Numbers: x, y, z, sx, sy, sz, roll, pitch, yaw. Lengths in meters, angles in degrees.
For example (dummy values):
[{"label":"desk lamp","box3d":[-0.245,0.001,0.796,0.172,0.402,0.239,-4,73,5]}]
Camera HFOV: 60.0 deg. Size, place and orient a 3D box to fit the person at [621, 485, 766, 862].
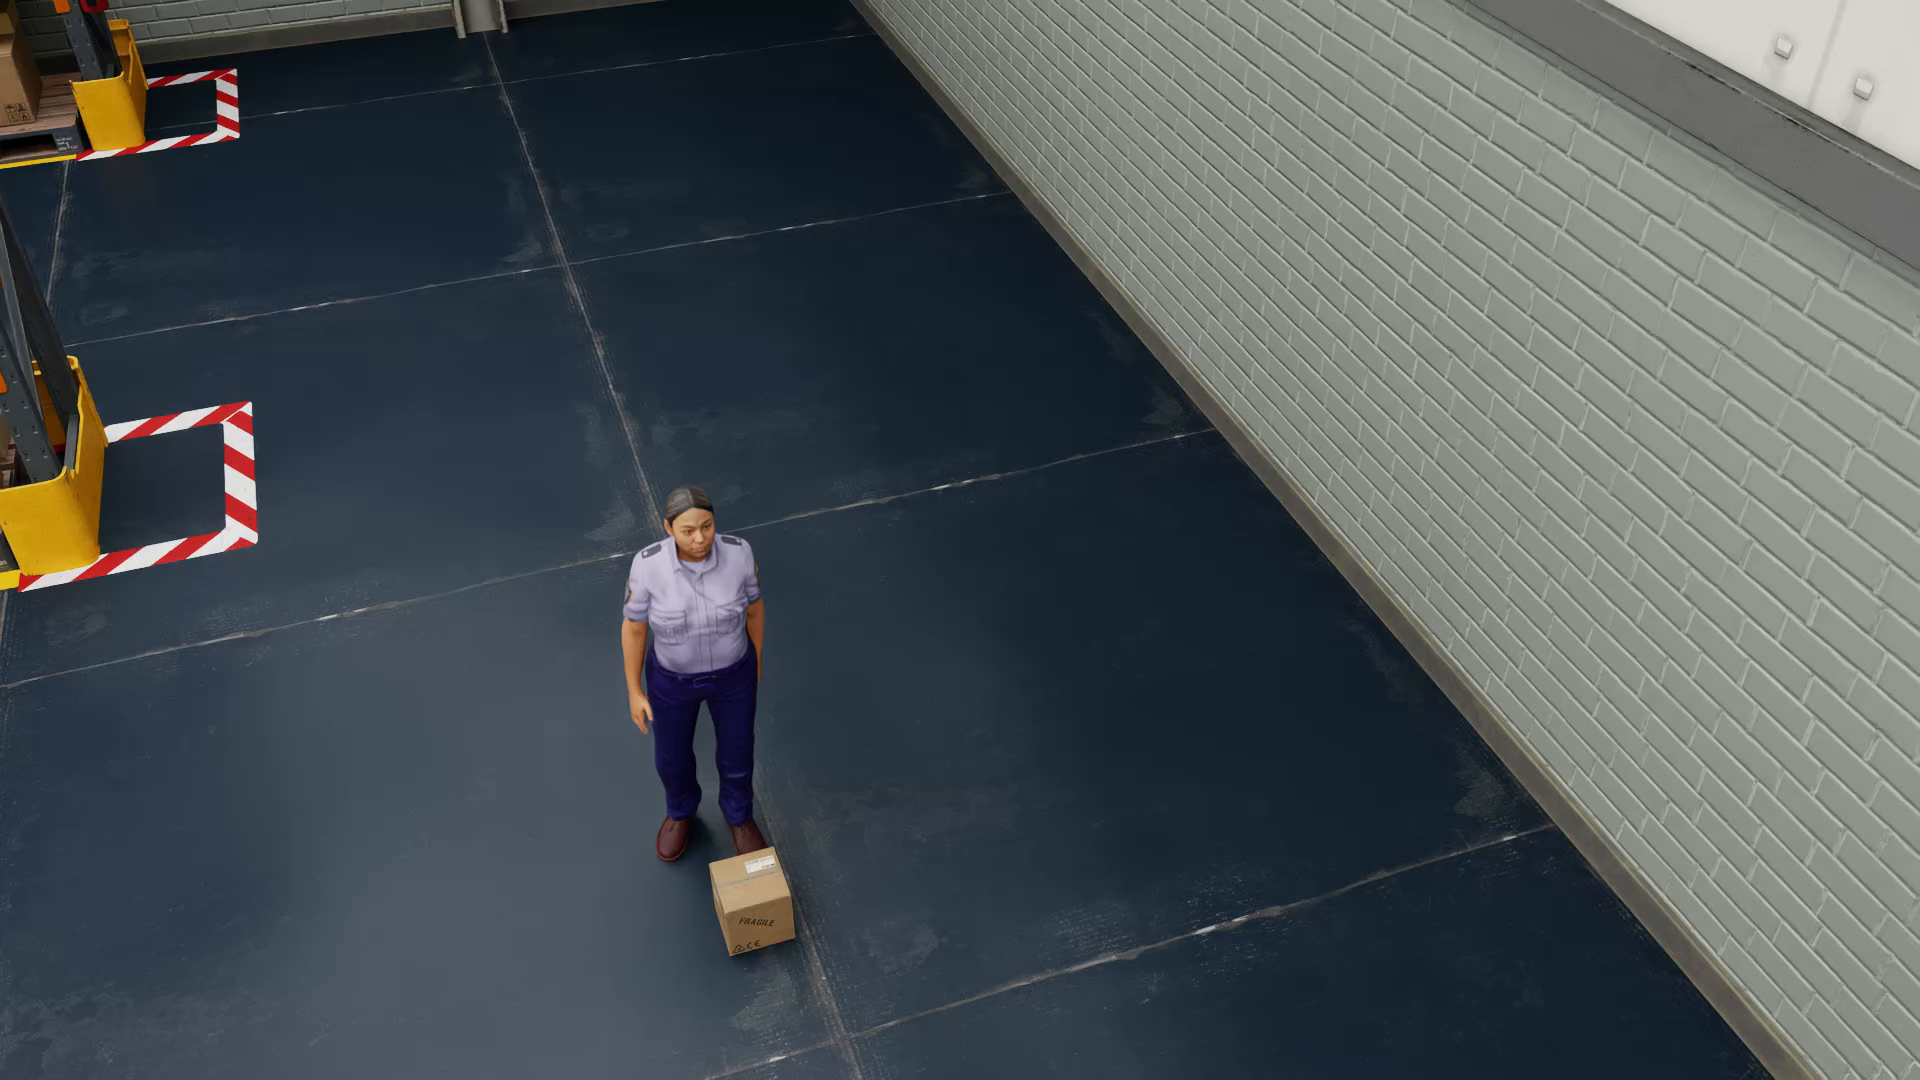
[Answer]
[{"label":"person","box3d":[-0.953,0.521,6.105,0.533,1.671,0.383,-9,39,-12]}]
